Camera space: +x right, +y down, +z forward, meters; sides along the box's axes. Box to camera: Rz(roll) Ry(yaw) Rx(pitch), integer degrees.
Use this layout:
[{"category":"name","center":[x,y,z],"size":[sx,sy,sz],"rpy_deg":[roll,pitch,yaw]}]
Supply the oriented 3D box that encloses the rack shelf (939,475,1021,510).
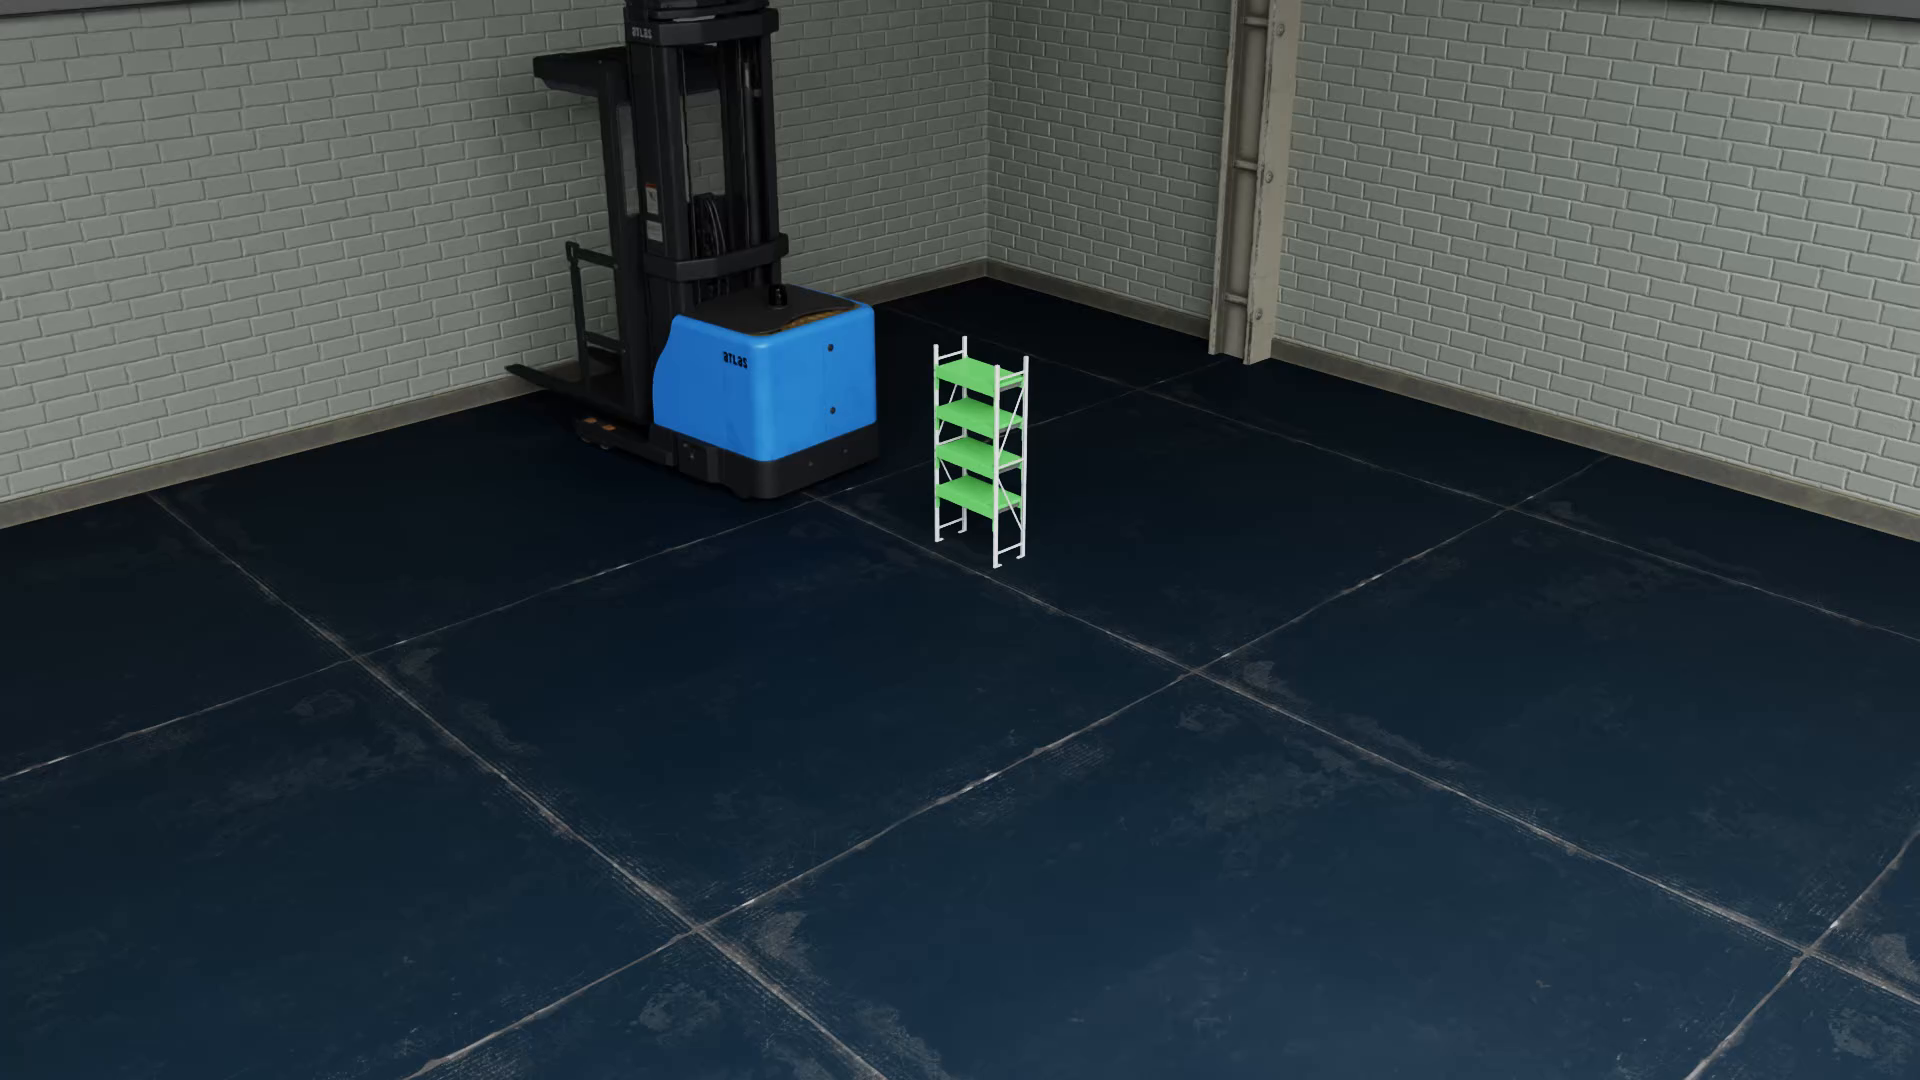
[{"category":"rack shelf","center":[0.113,-0.268,9.495],"size":[0.221,0.021,0.457],"rpy_deg":[-21,32,-38]}]

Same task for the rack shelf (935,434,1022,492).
[{"category":"rack shelf","center":[0.113,-0.438,9.418],"size":[0.258,0.148,0.480],"rpy_deg":[-21,32,-38]}]

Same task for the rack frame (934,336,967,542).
[{"category":"rack frame","center":[-0.054,-0.570,9.553],"size":[0.240,1.200,0.015],"rpy_deg":[-21,32,-38]}]

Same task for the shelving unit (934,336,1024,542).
[{"category":"shelving unit","center":[0.109,-0.497,9.395],"size":[0.258,1.200,0.492],"rpy_deg":[-21,32,-38]}]

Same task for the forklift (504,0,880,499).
[{"category":"forklift","center":[-1.955,-2.079,10.777],"size":[3.031,2.935,1.130],"rpy_deg":[20,31,37]}]

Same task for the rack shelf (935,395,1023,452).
[{"category":"rack shelf","center":[0.113,-0.656,9.318],"size":[0.258,0.148,0.480],"rpy_deg":[-21,32,-38]}]

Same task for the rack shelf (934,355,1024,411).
[{"category":"rack shelf","center":[0.113,-0.874,9.218],"size":[0.258,0.148,0.480],"rpy_deg":[-21,32,-38]}]
